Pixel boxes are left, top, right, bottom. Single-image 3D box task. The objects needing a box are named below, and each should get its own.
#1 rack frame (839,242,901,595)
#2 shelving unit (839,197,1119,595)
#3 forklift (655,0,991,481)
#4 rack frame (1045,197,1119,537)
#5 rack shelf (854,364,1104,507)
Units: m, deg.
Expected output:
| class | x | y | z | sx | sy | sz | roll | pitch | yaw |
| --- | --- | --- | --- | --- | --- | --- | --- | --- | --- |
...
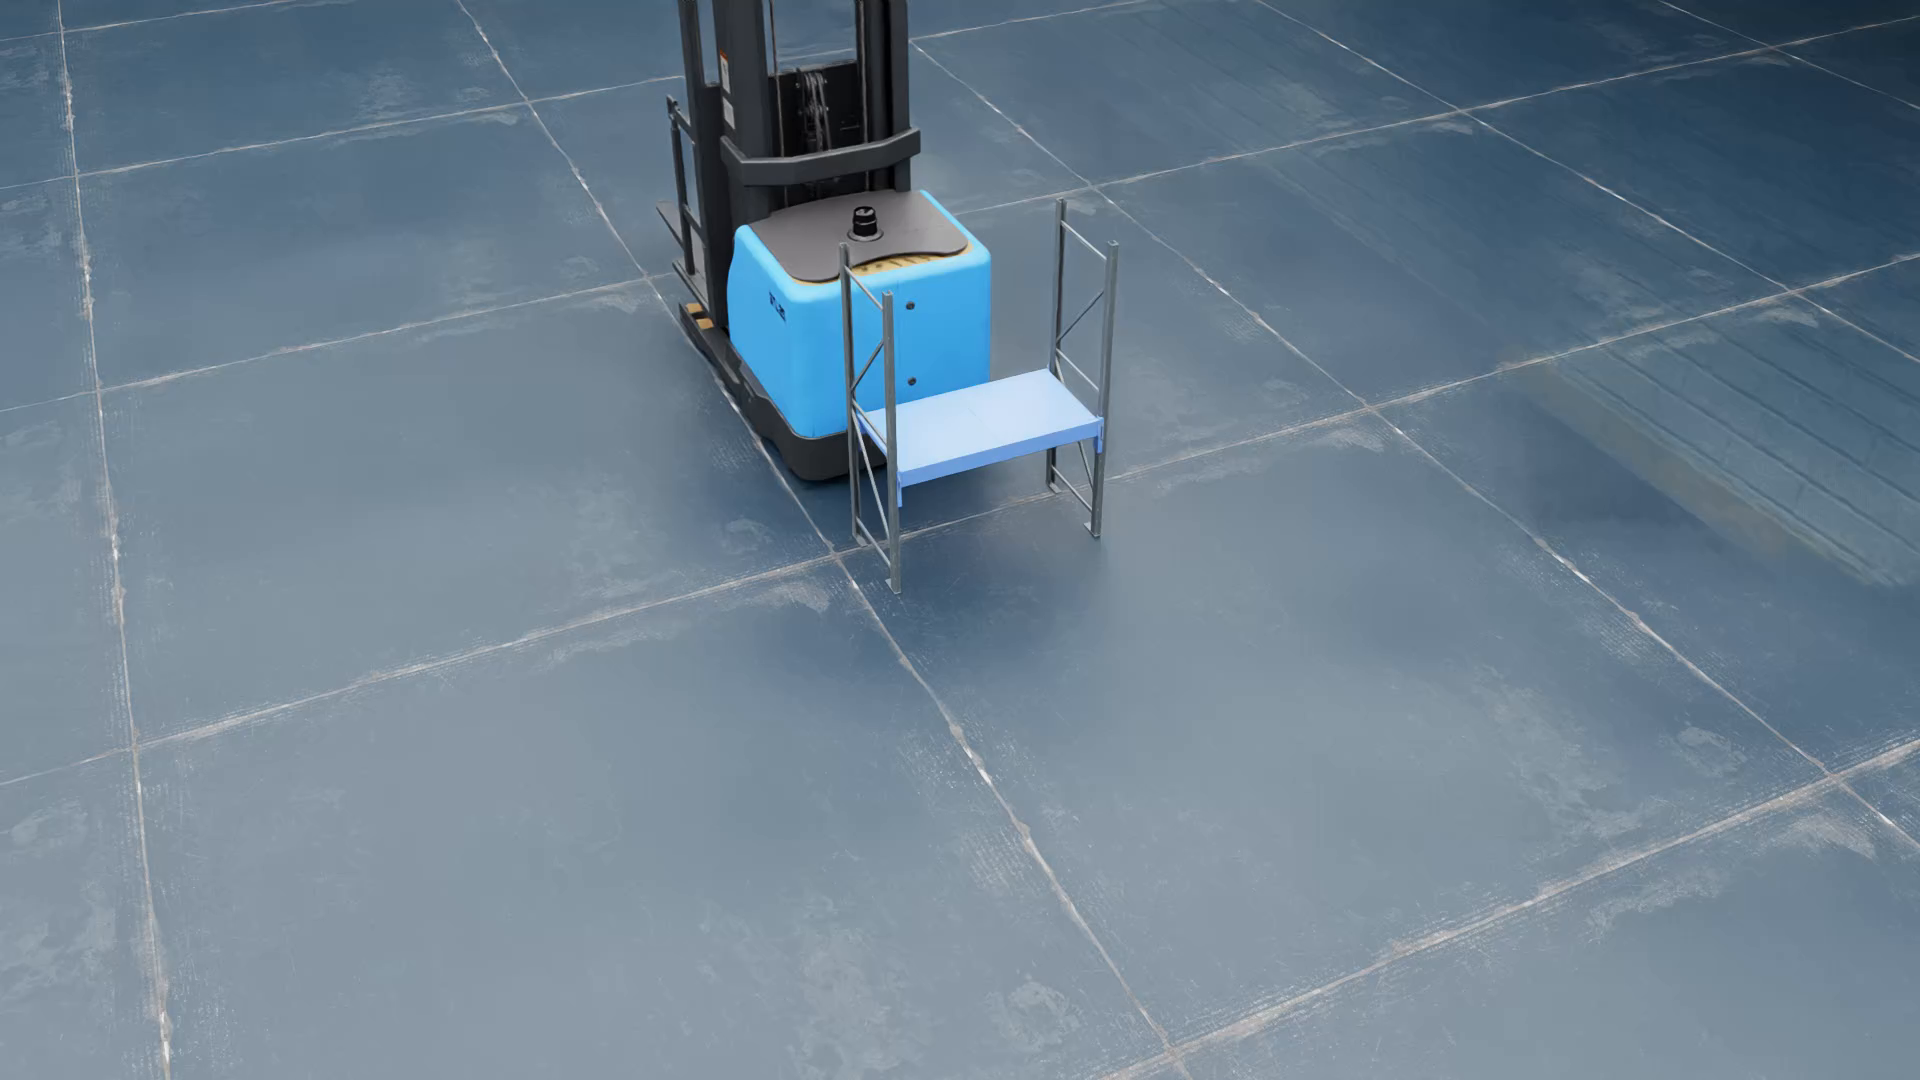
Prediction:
| class | x | y | z | sx | sy | sz | roll | pitch | yaw |
| --- | --- | --- | --- | --- | --- | --- | --- | --- | --- |
| rack frame | -0.383 | -0.495 | 7.159 | 0.032 | 1.500 | 0.500 | -16 | 39 | -20 |
| shelving unit | 0.077 | -0.624 | 7.332 | 1.048 | 1.500 | 0.538 | -16 | 39 | -20 |
| forklift | -0.917 | -2.334 | 8.436 | 1.130 | 2.935 | 3.031 | -15 | 39 | -20 |
| rack frame | 0.537 | -0.753 | 7.506 | 0.032 | 1.500 | 0.500 | -16 | 39 | -20 |
| rack shelf | 0.077 | -0.480 | 7.439 | 1.000 | 0.185 | 0.538 | -16 | 39 | -20 |
